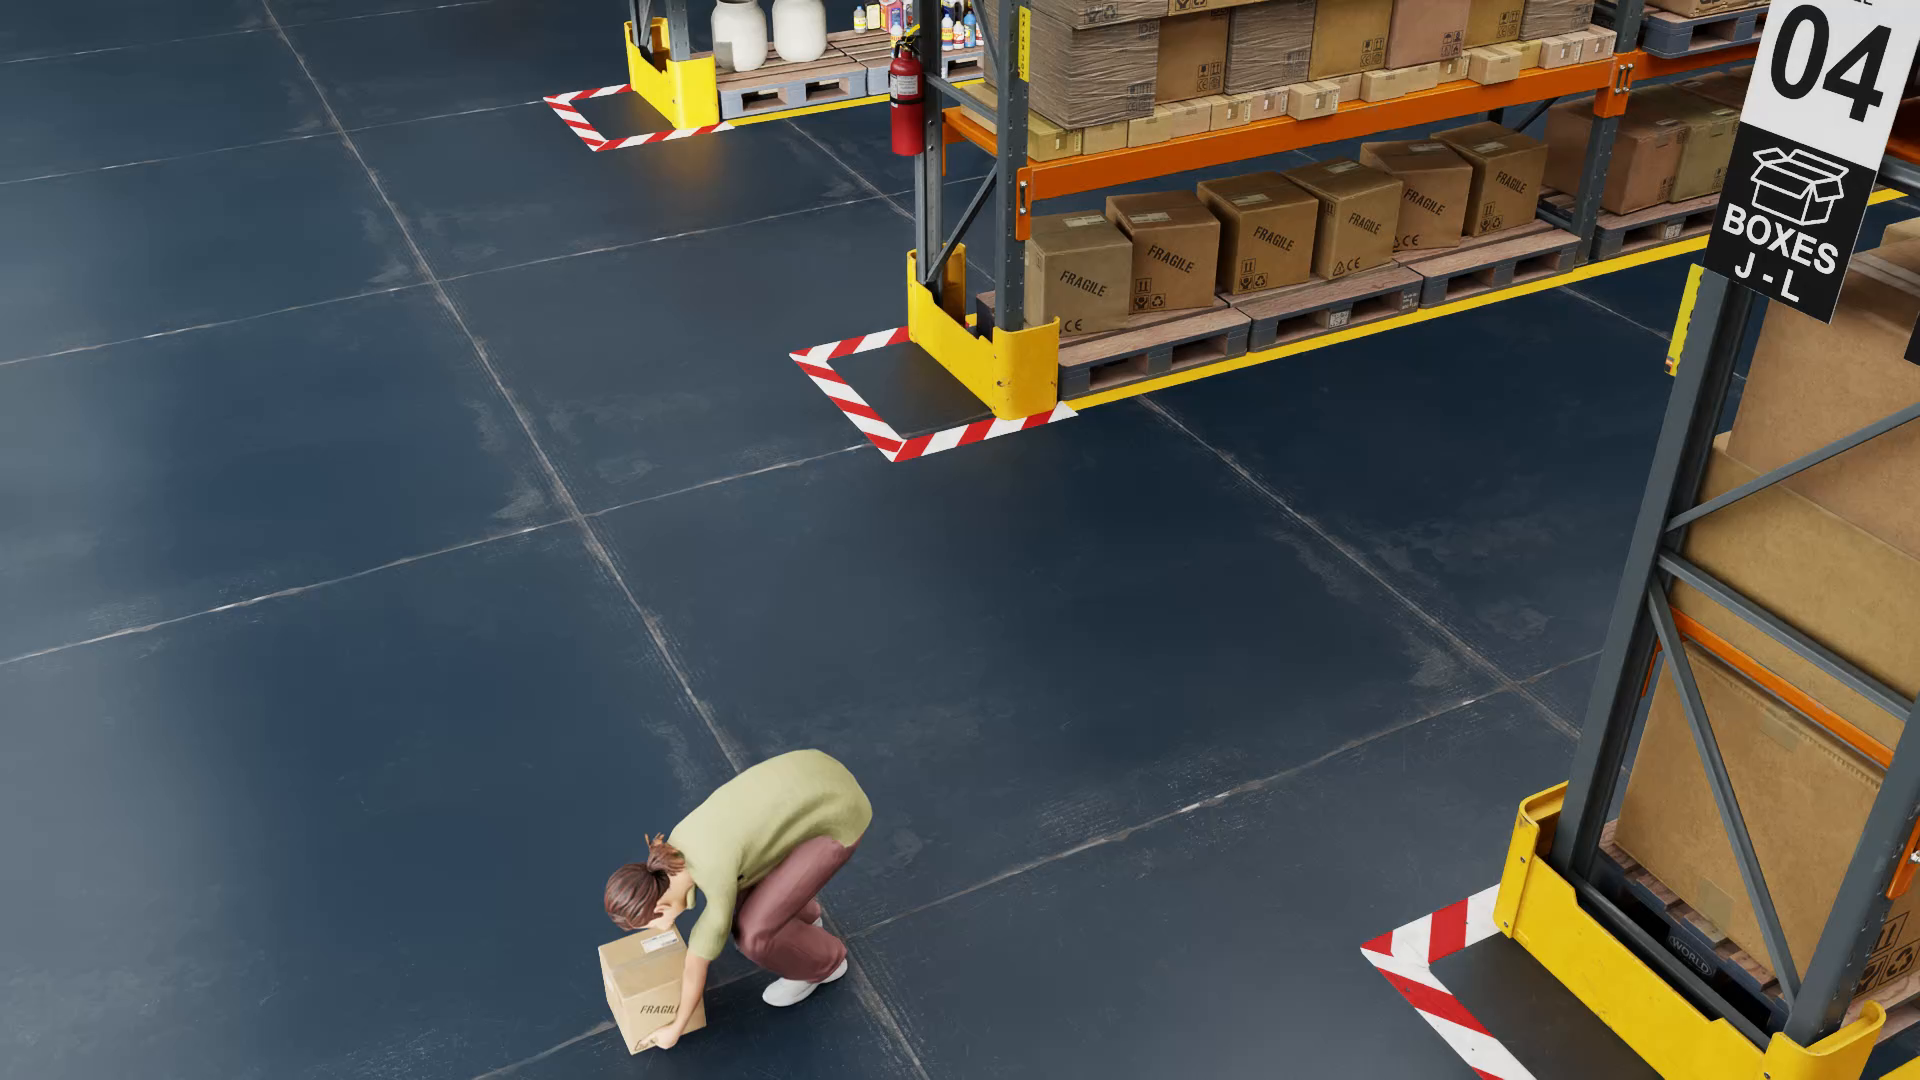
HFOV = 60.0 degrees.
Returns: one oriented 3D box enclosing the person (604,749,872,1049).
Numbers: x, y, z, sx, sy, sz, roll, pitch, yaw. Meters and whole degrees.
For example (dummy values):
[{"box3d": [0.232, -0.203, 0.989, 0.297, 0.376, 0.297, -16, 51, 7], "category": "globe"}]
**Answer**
[{"box3d": [-0.688, 1.118, 5.247, 0.860, 0.817, 0.475, -17, 37, -25], "category": "person"}]
